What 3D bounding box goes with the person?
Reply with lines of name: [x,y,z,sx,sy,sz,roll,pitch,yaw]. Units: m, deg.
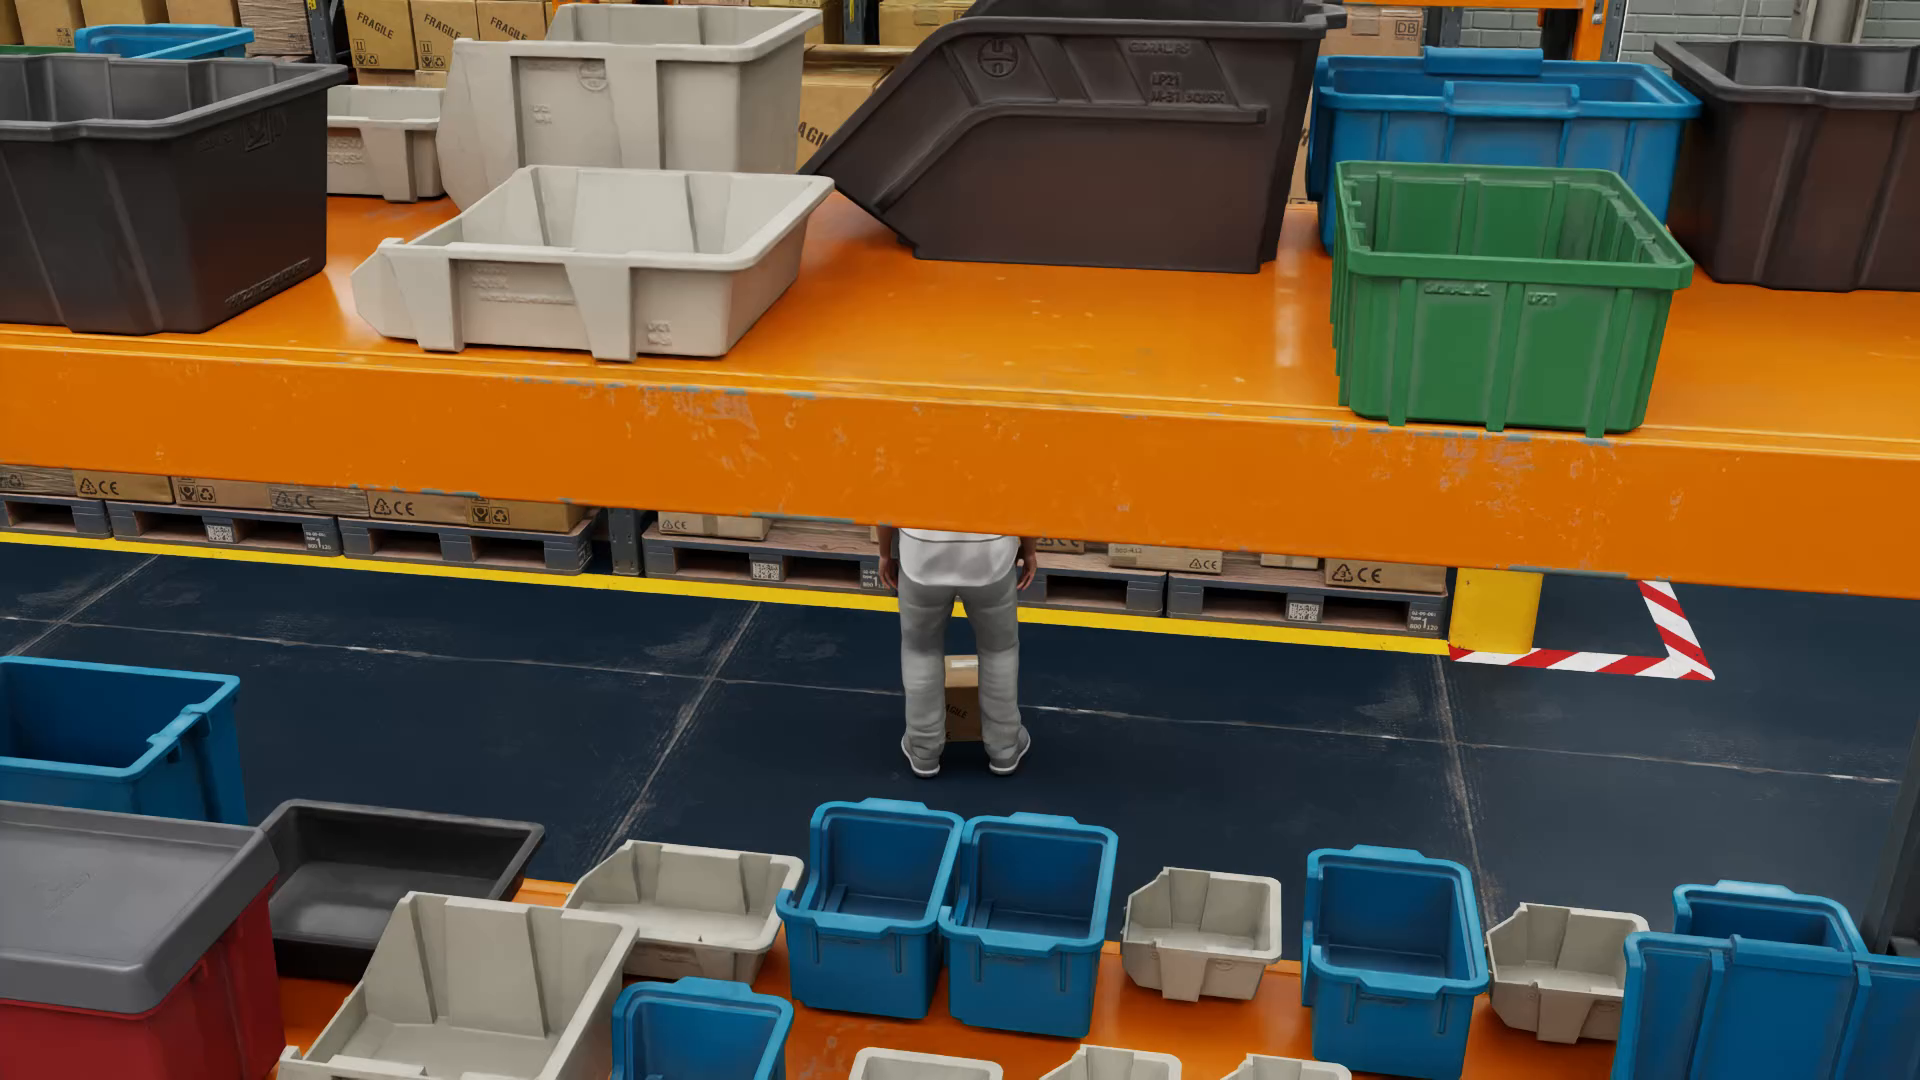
person: [-0.011,0.058,5.975,0.585,1.744,0.439,0,25,0]
